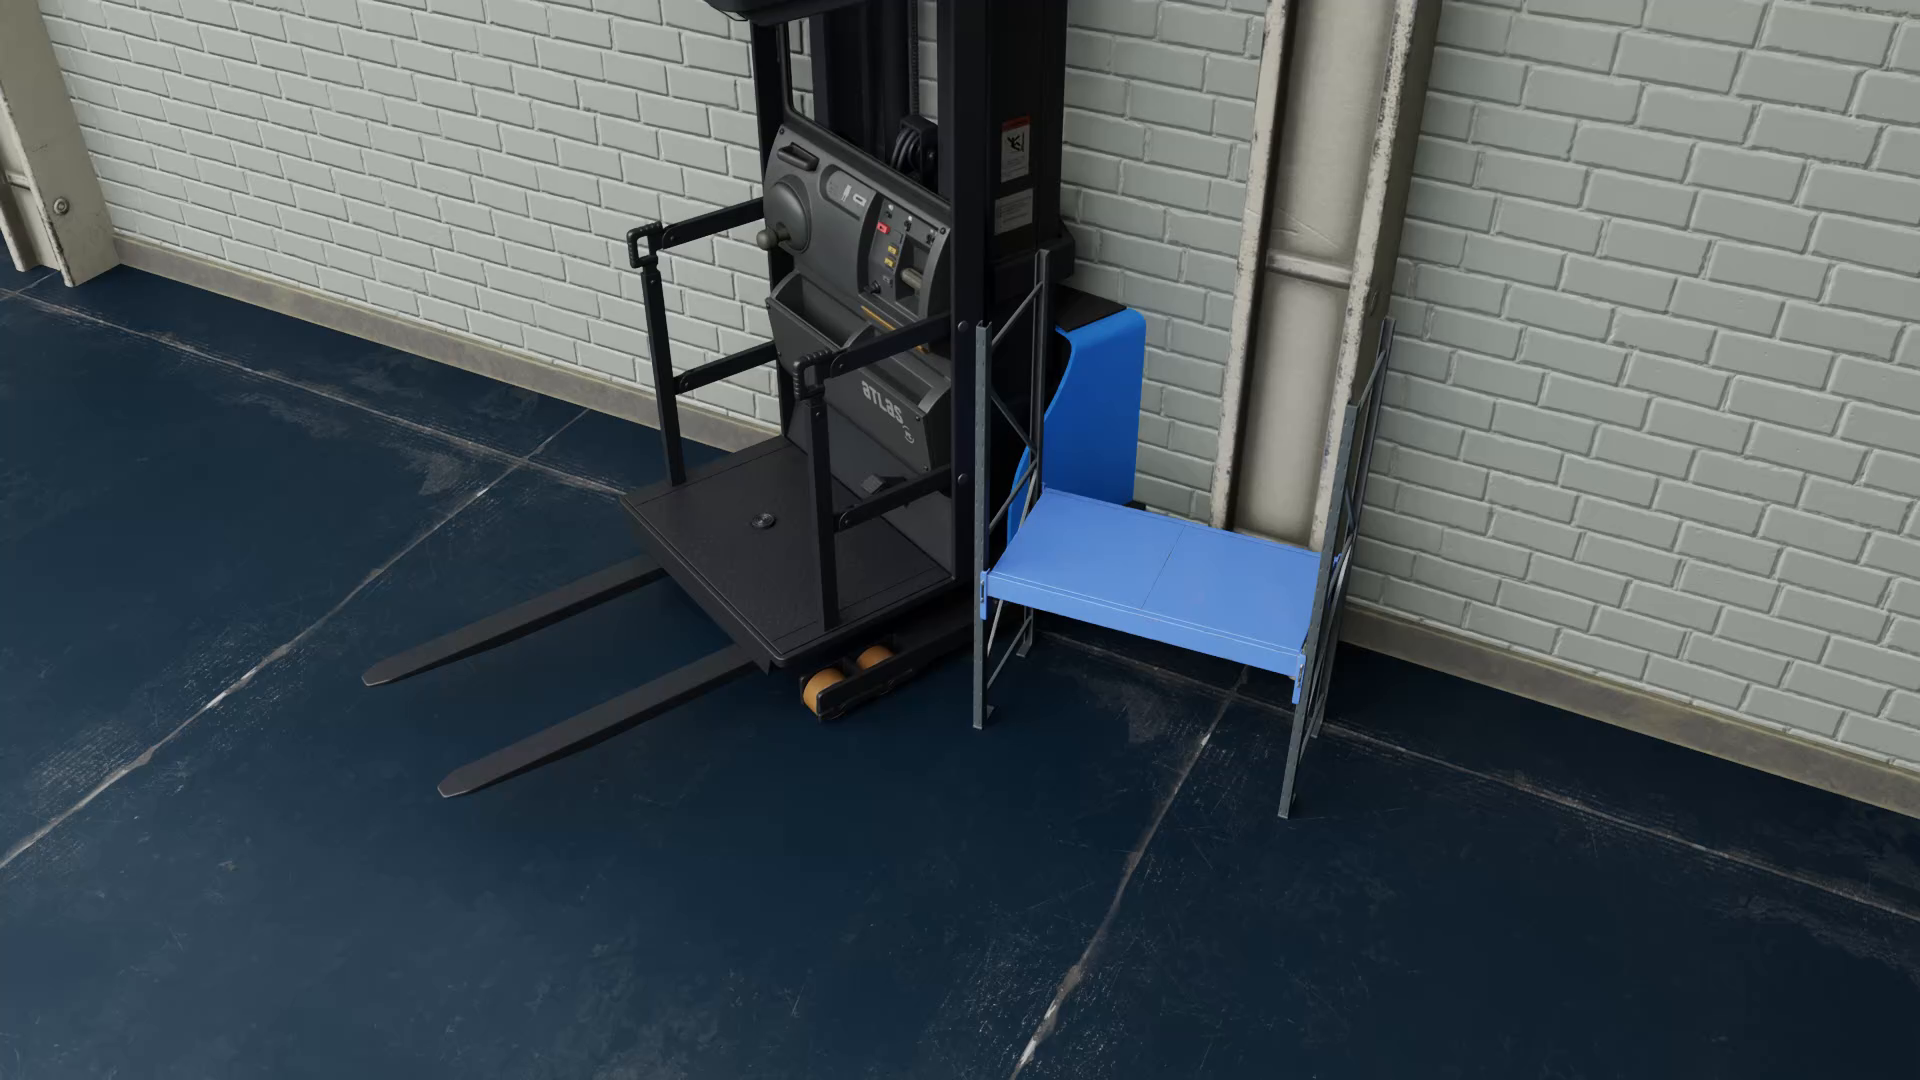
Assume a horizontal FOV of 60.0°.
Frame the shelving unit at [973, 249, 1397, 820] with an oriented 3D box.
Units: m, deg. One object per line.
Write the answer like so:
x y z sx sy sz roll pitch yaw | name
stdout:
0.622 0.001 5.009 1.048 1.500 0.538 14 39 18 | shelving unit

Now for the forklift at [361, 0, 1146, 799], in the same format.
-0.501 -0.941 5.066 3.031 2.935 1.130 -24 43 -28 | forklift

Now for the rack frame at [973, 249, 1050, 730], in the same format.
0.154 -0.119 5.167 0.032 1.500 0.500 14 39 18 | rack frame

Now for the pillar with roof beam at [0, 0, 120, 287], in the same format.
-6.252 -2.596 2.228 0.400 9.000 9.100 17 41 21 | pillar with roof beam

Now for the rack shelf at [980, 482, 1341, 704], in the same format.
0.622 0.144 5.118 1.000 0.185 0.538 14 39 18 | rack shelf

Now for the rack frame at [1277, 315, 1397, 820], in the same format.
1.091 0.120 4.851 0.032 1.500 0.500 14 39 18 | rack frame
